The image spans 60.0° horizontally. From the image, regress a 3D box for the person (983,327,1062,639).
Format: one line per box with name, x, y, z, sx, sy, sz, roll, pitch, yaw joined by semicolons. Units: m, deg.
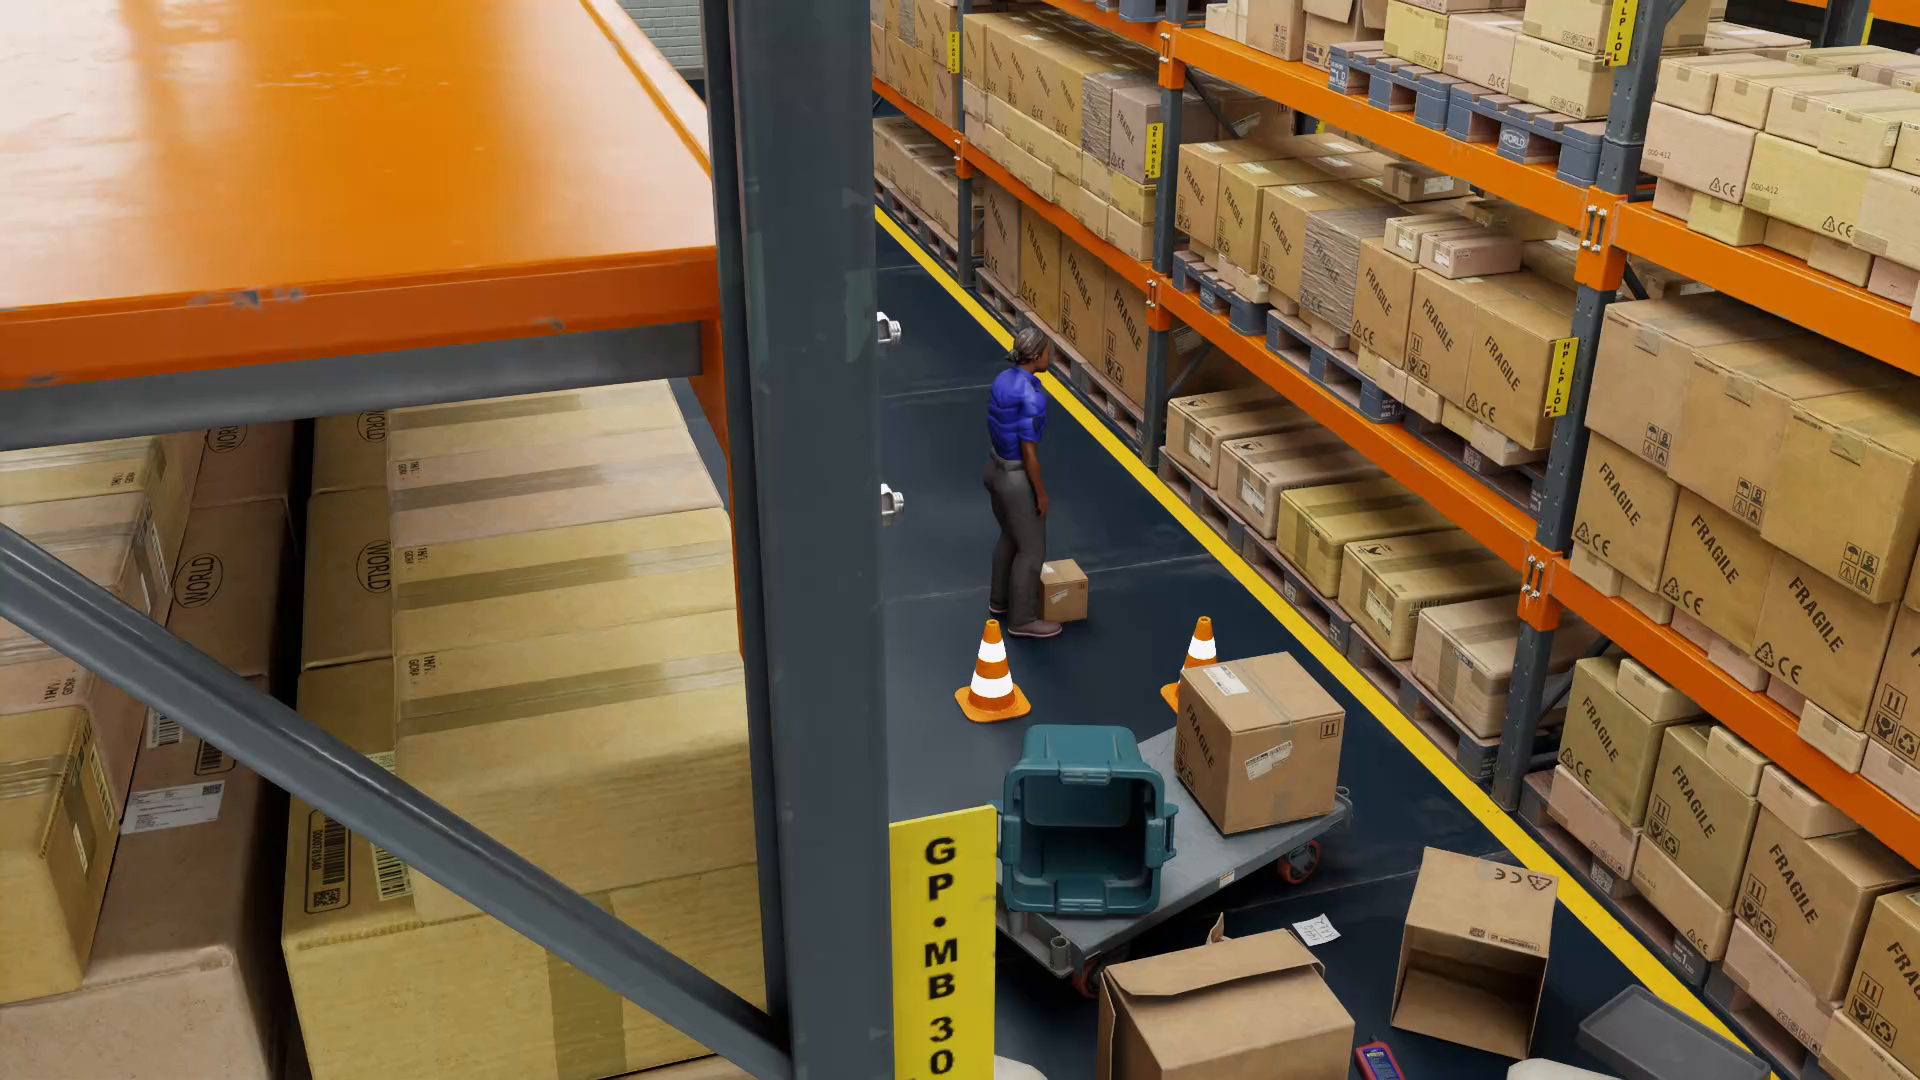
person;0.320;-0.297;8.747;0.351;1.628;0.531;-10;28;-19
